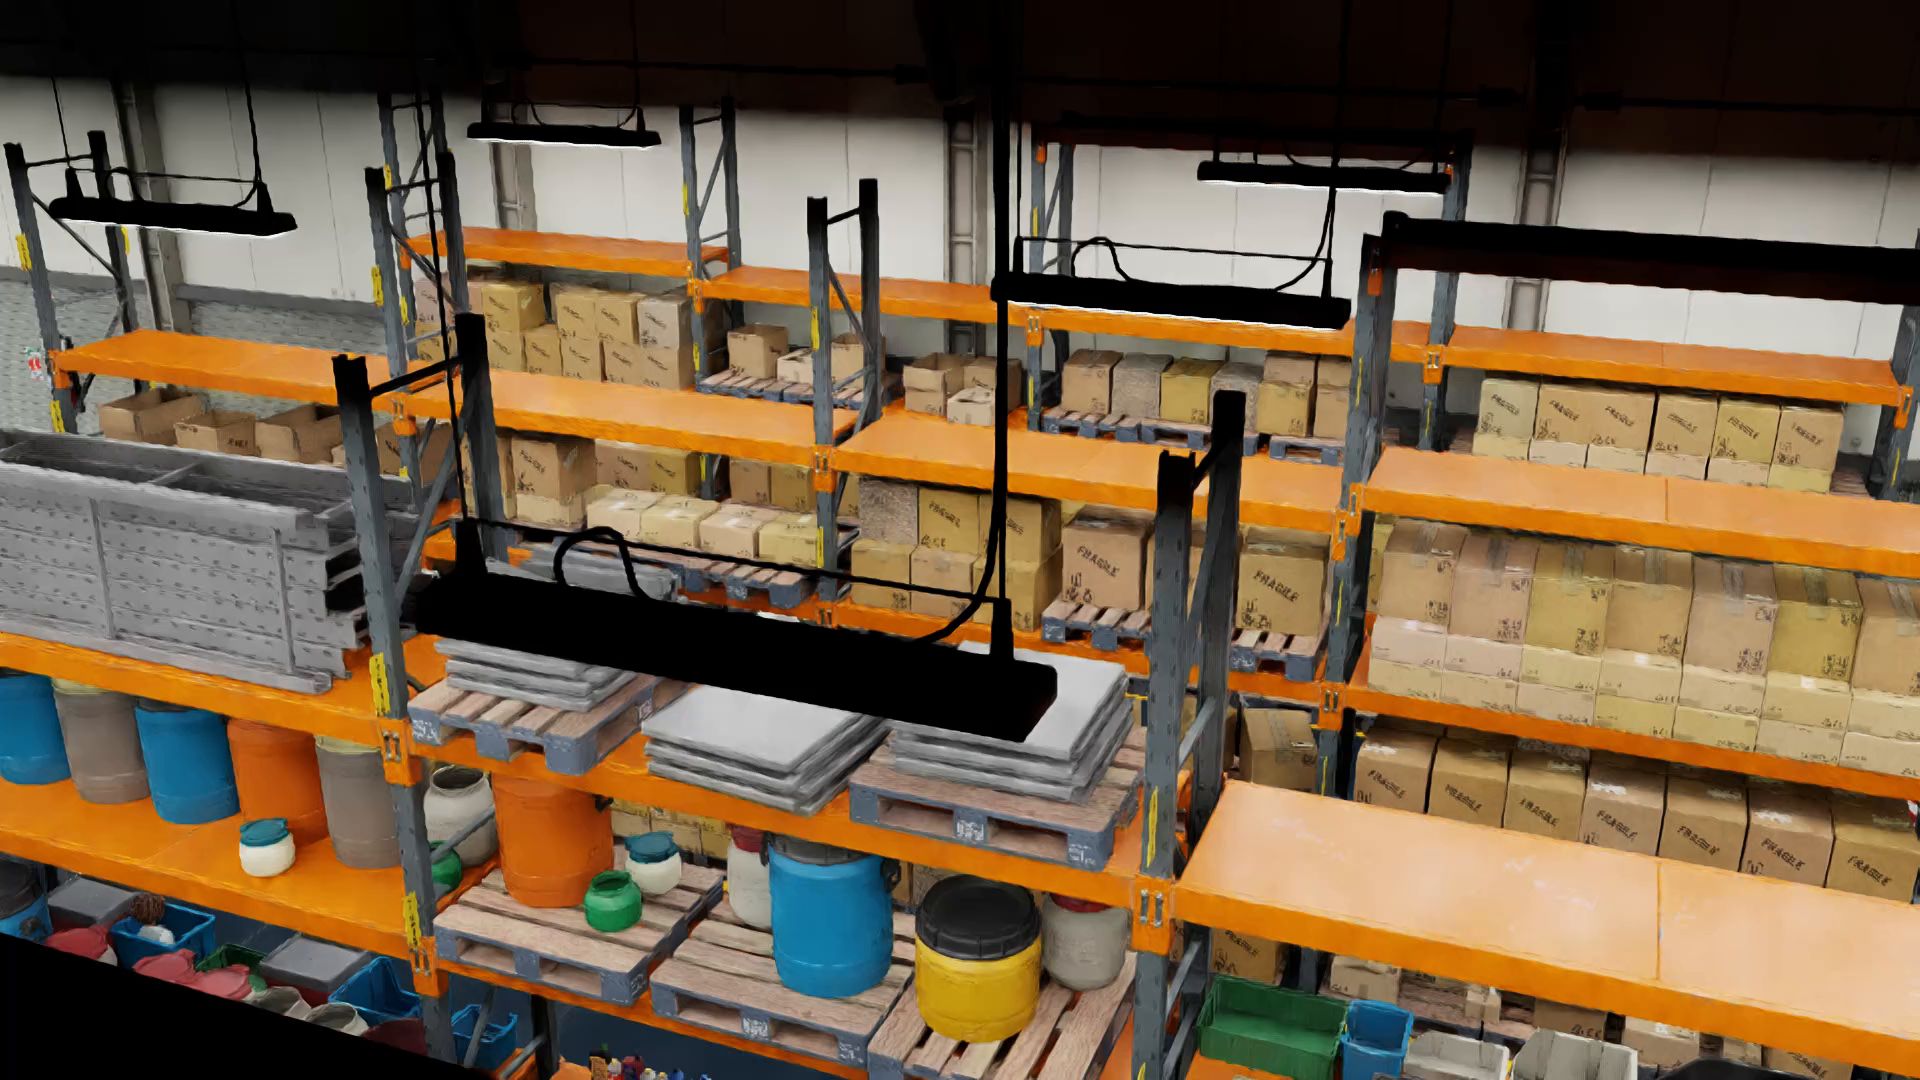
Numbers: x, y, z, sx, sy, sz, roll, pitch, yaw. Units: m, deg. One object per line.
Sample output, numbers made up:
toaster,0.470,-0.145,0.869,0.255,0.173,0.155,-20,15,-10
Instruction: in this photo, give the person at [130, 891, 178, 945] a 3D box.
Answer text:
person,-5.467,3.132,11.357,0.471,1.599,0.444,6,22,15

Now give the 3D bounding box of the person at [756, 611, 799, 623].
person,-1.897,1.190,16.848,1.041,1.708,0.570,12,24,28

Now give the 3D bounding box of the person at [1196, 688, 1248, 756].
person,2.314,1.951,14.810,0.586,1.730,0.448,-3,21,-9
